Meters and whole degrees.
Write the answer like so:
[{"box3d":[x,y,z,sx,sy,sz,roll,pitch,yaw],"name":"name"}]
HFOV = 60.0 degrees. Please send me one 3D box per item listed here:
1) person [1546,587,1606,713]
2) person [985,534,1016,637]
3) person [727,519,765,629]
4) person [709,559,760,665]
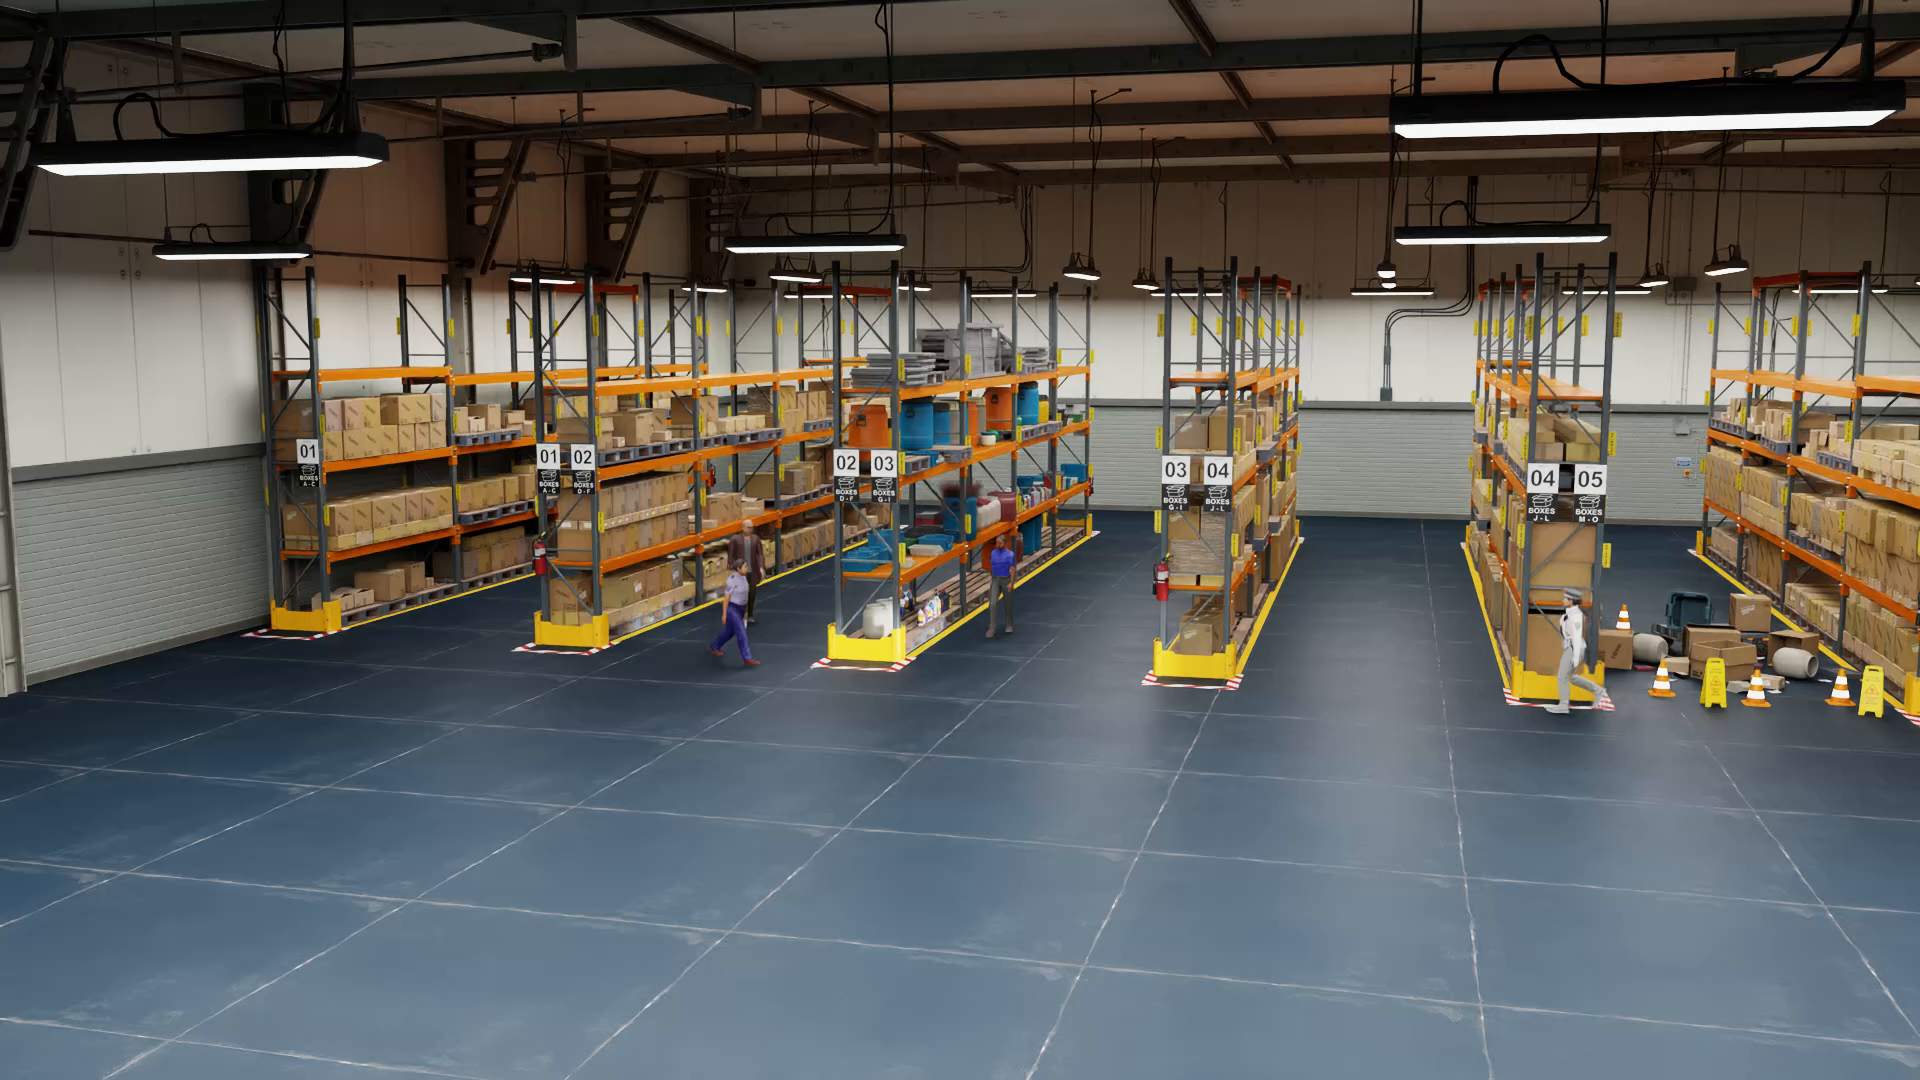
[{"box3d":[8.049,1.434,21.633,0.750,1.651,0.509,1,7,11],"name":"person"},{"box3d":[0.675,0.737,27.250,0.497,1.636,0.704,3,8,25],"name":"person"},{"box3d":[-3.595,0.570,28.169,0.612,1.818,0.679,-3,8,-24],"name":"person"},{"box3d":[-3.398,1.064,24.964,1.084,1.568,0.498,4,8,28],"name":"person"}]
